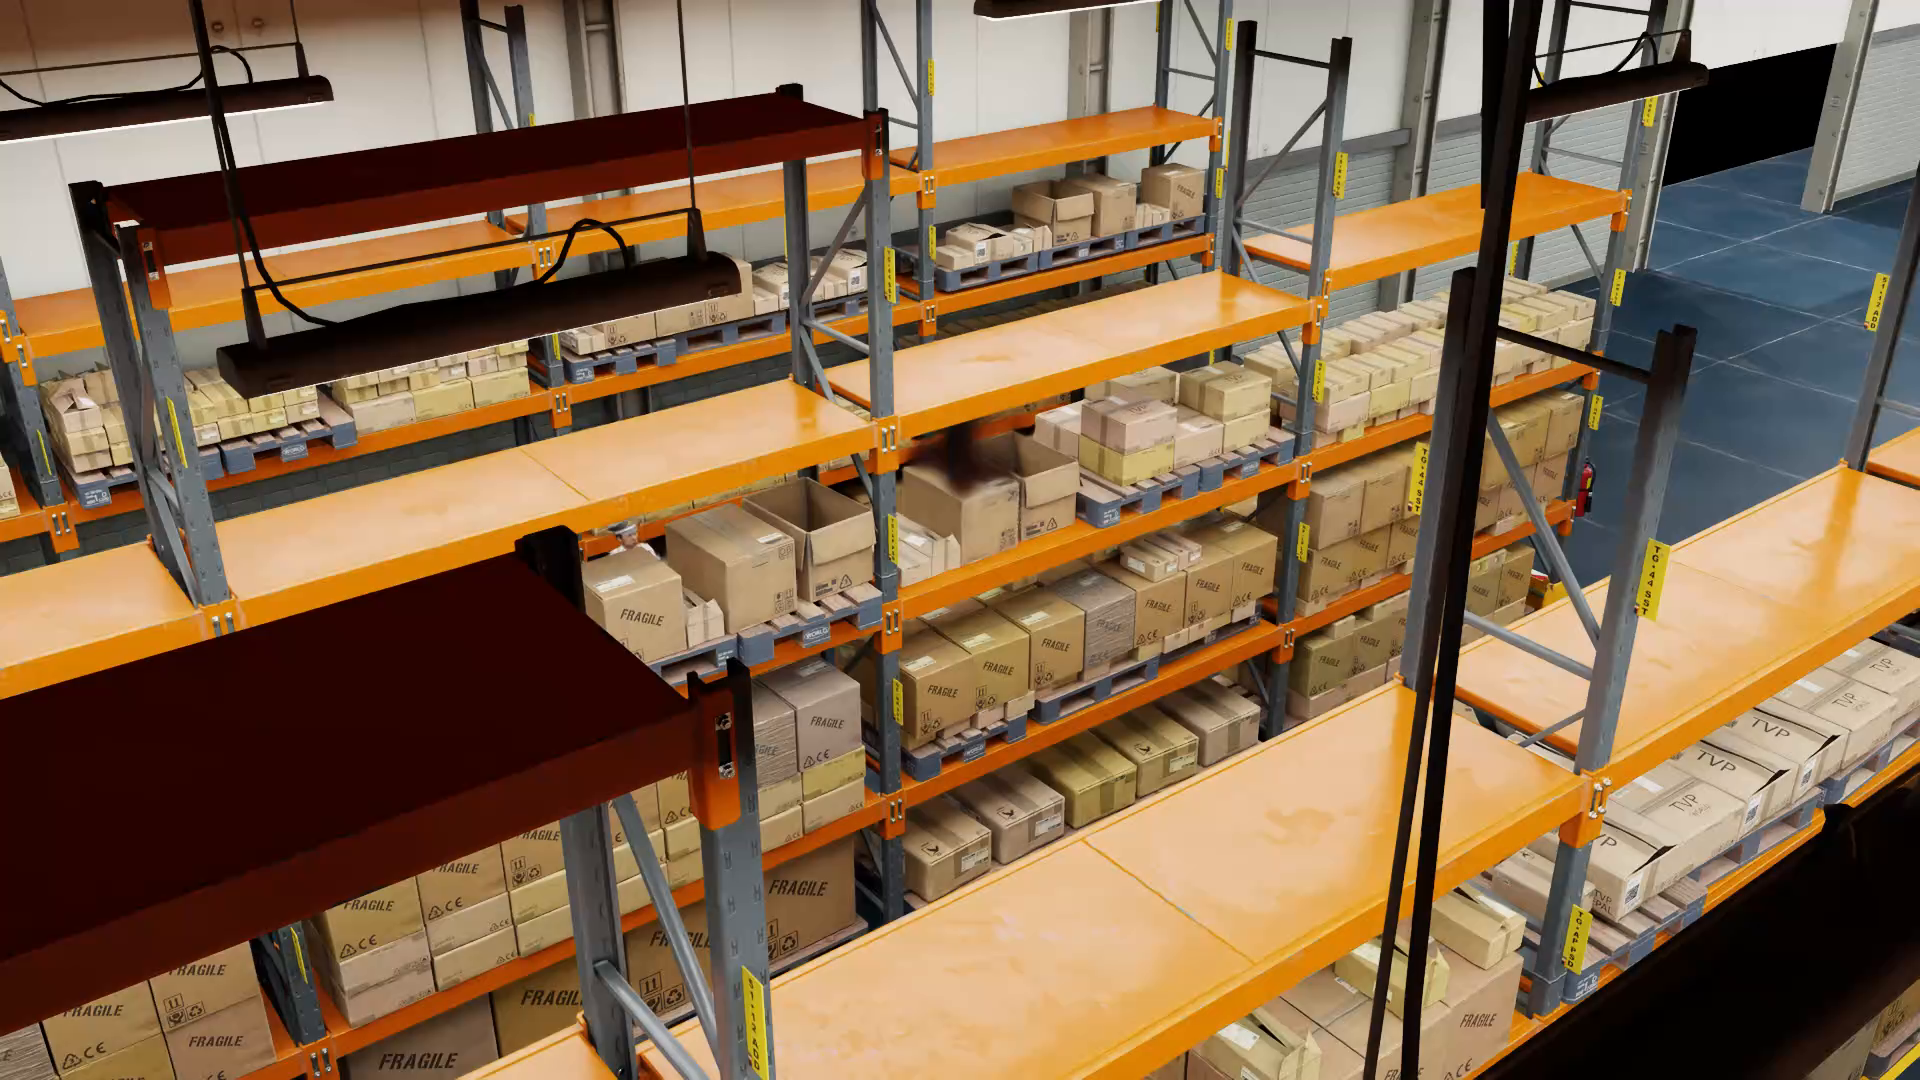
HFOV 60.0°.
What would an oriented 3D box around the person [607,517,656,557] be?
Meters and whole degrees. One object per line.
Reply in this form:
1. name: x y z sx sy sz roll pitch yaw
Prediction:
1. person: -2.758 0.585 14.358 0.537 1.719 0.405 -2 26 -4
